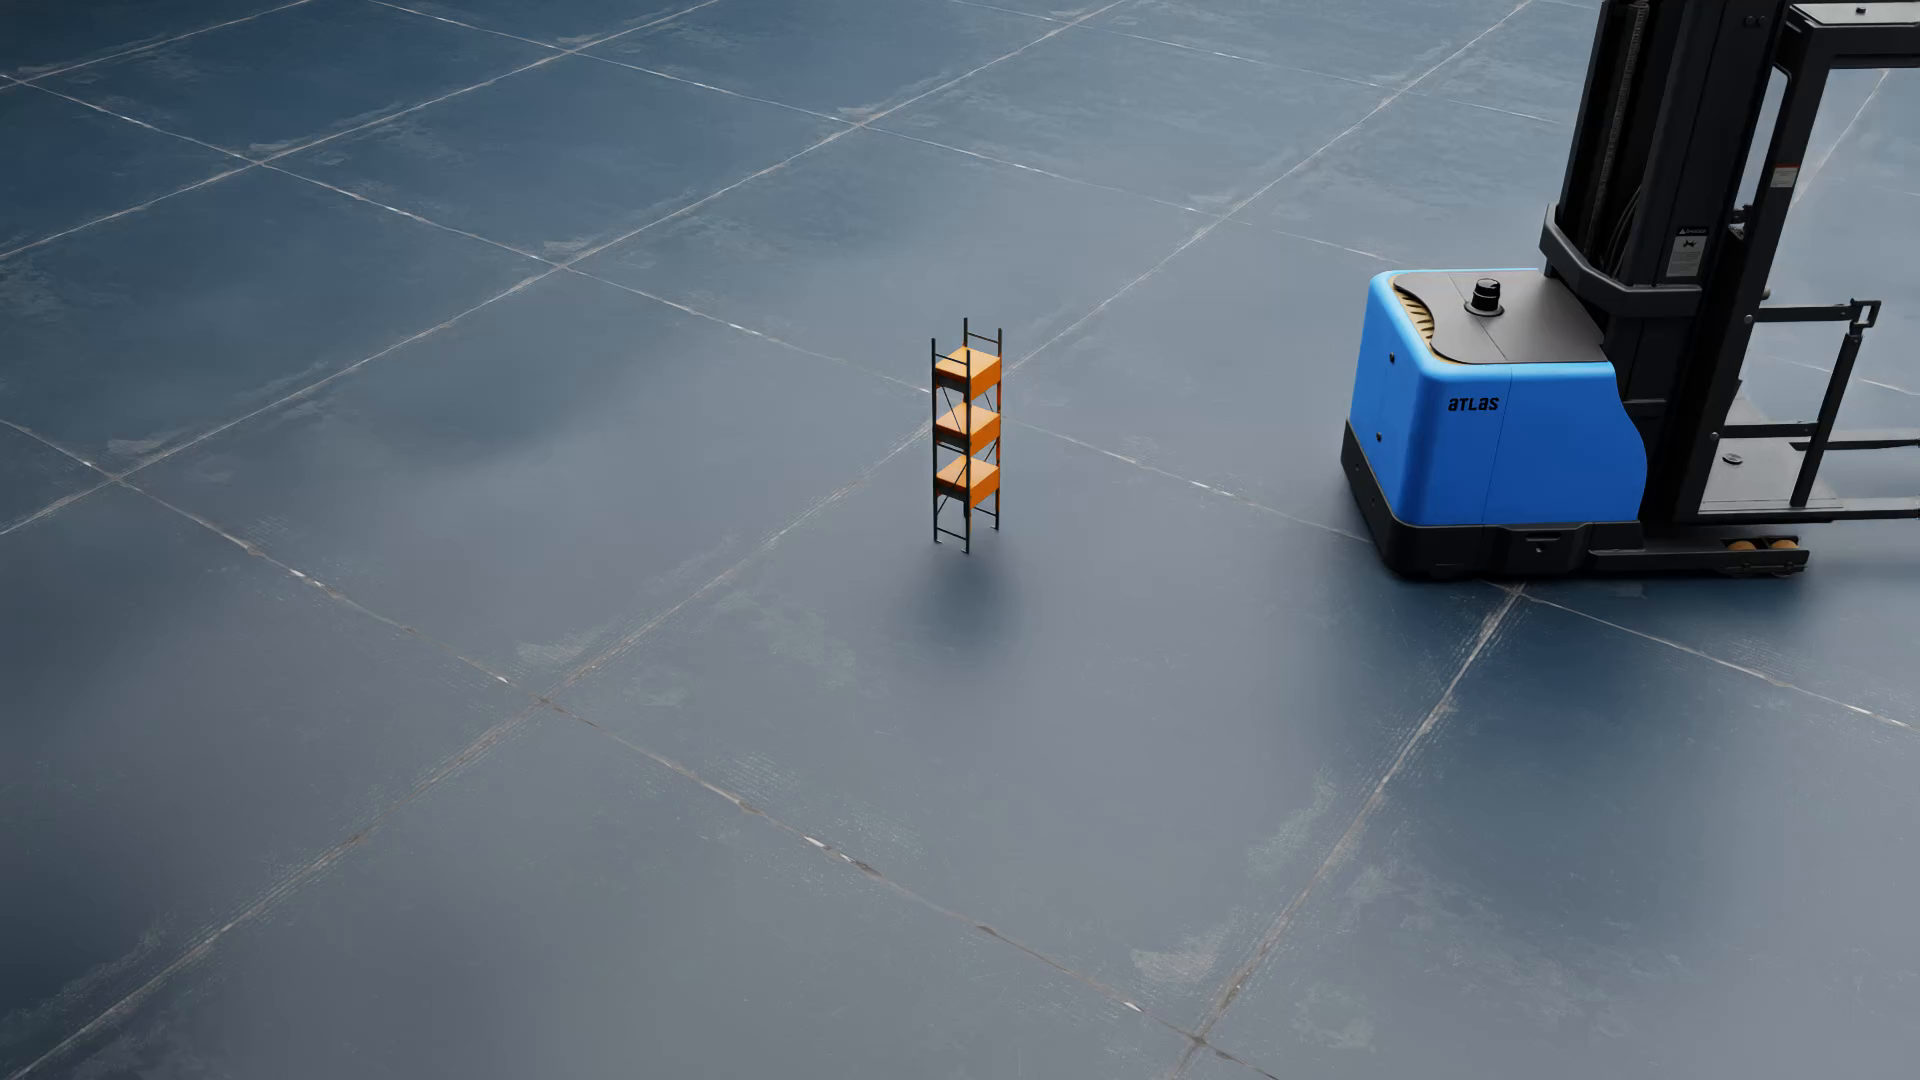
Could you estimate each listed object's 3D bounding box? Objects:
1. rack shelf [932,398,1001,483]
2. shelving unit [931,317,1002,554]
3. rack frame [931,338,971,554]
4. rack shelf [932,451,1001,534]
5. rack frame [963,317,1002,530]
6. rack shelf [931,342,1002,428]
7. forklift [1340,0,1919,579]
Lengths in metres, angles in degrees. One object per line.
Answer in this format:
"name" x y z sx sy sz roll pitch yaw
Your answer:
"rack shelf" 0.031 -0.451 7.498 0.215 0.259 0.240 21 39 28
"shelving unit" 0.031 -0.460 7.492 0.215 1.050 0.252 21 39 28
"rack frame" -0.039 -0.403 7.409 0.200 1.050 0.008 21 39 28
"rack shelf" 0.031 -0.221 7.654 0.215 0.259 0.240 21 39 28
"rack frame" 0.100 -0.516 7.575 0.200 1.050 0.008 21 39 28
"rack shelf" 0.031 -0.686 7.339 0.215 0.259 0.240 21 39 28
"forklift" 3.406 -1.339 7.113 3.031 2.935 1.130 -1 34 -2
